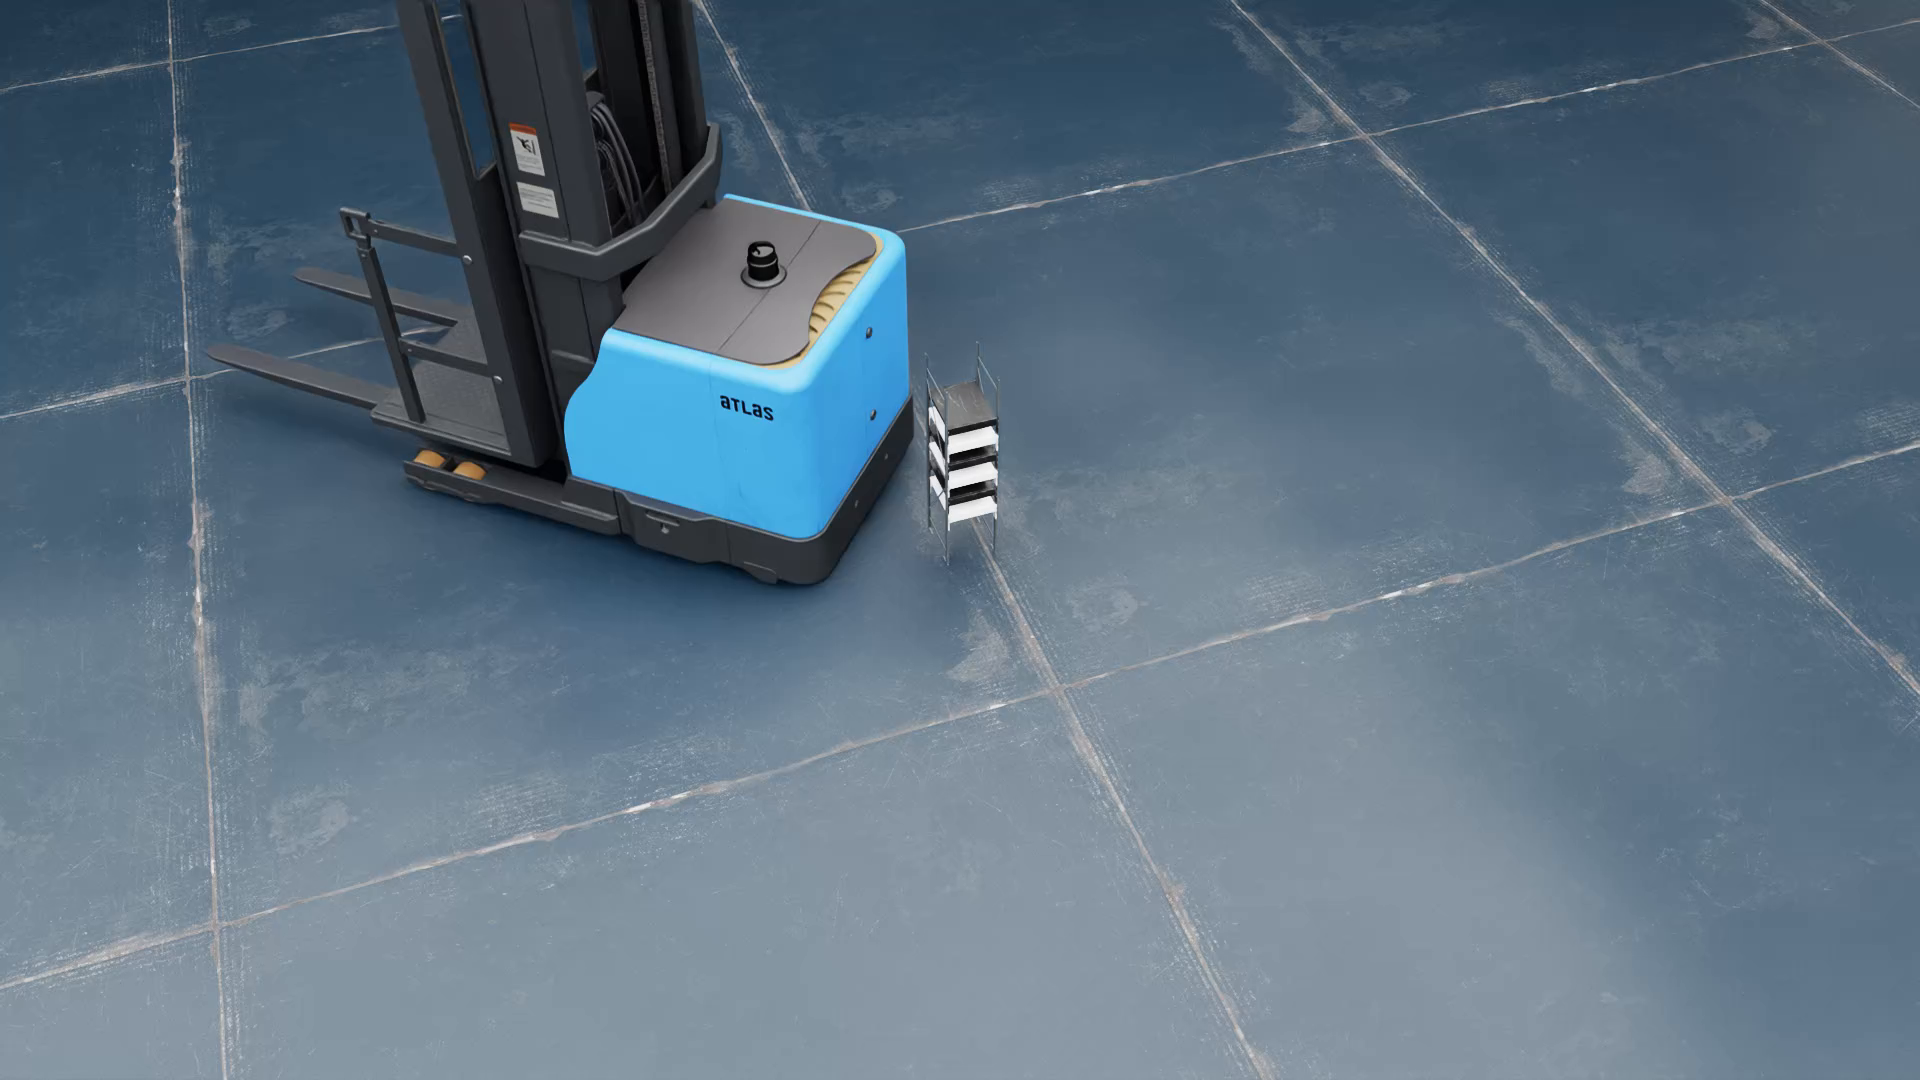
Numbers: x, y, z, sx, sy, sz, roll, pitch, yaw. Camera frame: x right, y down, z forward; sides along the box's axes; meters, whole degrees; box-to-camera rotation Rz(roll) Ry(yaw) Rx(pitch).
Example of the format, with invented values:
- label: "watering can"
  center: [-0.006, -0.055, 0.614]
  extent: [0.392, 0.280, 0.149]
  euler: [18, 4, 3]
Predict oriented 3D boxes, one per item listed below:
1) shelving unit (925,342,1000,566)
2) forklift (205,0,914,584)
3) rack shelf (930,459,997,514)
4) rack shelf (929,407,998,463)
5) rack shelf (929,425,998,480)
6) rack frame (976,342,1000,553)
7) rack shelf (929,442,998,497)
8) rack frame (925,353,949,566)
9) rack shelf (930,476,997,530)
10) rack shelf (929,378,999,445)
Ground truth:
- label: "shelving unit"
  center: [0.008, -0.320, 6.433]
  extent: [0.210, 0.900, 0.258]
  euler: [-14, 47, -14]
- label: "forklift"
  center: [-1.766, -1.525, 6.201]
  extent: [3.031, 2.935, 1.130]
  euler: [16, 47, 15]
- label: "rack shelf"
  center: [0.008, -0.233, 6.521]
  extent: [0.200, 0.077, 0.258]
  euler: [-14, 47, -14]
- label: "rack shelf"
  center: [0.008, -0.423, 6.329]
  extent: [0.200, 0.077, 0.258]
  euler: [-14, 47, -14]
- label: "rack shelf"
  center: [0.008, -0.360, 6.393]
  extent: [0.200, 0.077, 0.258]
  euler: [-14, 47, -14]
- label: "rack frame"
  center: [0.103, -0.344, 6.458]
  extent: [0.006, 0.900, 0.240]
  euler: [-14, 47, -14]
- label: "rack shelf"
  center: [0.008, -0.296, 6.457]
  extent: [0.200, 0.077, 0.258]
  euler: [-14, 47, -14]
- label: "rack frame"
  center: [-0.088, -0.295, 6.409]
  extent: [0.006, 0.900, 0.240]
  euler: [-14, 47, -14]
- label: "rack shelf"
  center: [0.008, -0.169, 6.584]
  extent: [0.200, 0.077, 0.258]
  euler: [-14, 47, -14]
- label: "rack shelf"
  center: [0.008, -0.487, 6.266]
  extent: [0.200, 0.077, 0.258]
  euler: [-14, 47, -14]
